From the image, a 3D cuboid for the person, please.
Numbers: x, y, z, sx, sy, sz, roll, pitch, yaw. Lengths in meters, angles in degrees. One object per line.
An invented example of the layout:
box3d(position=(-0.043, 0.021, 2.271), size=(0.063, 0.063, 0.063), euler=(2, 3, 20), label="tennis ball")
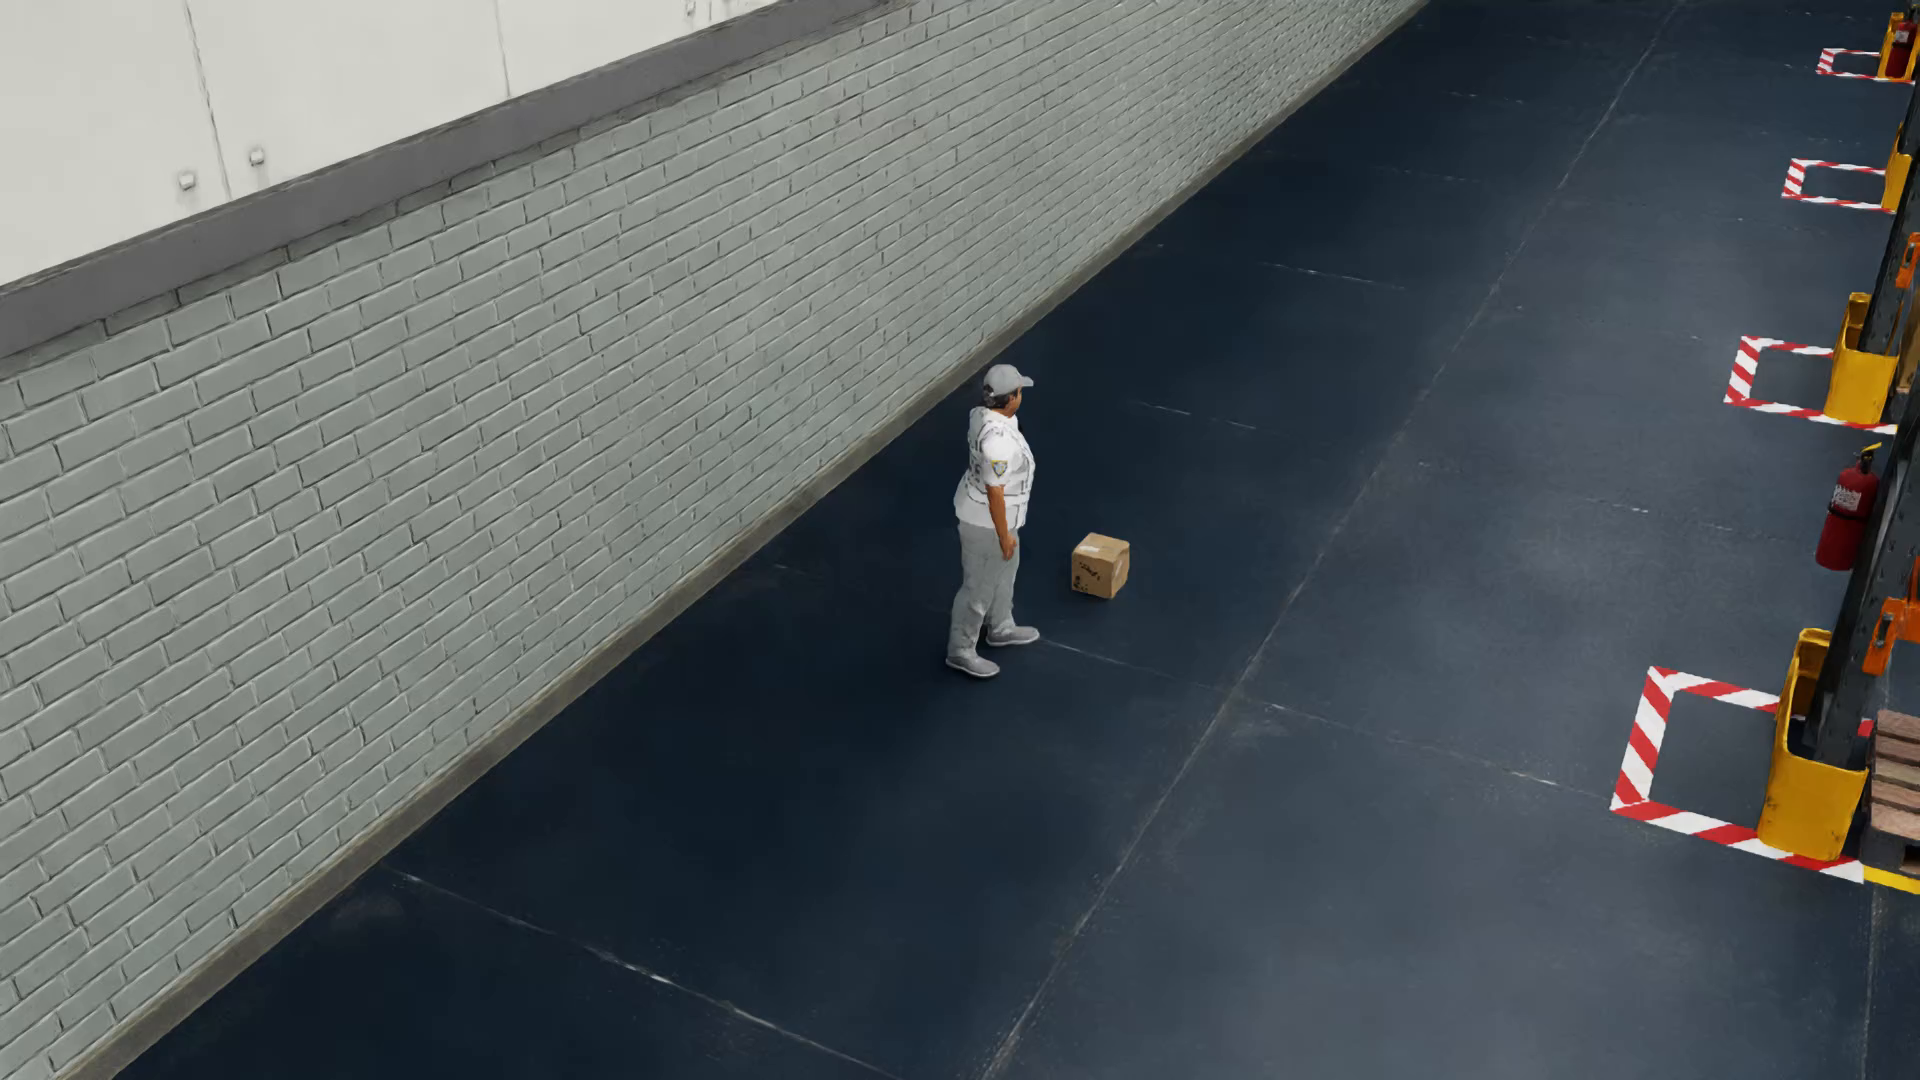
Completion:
box3d(position=(0.179, -0.107, 8.463), size=(0.523, 1.666, 0.505), euler=(-2, 30, -3), label="person")
